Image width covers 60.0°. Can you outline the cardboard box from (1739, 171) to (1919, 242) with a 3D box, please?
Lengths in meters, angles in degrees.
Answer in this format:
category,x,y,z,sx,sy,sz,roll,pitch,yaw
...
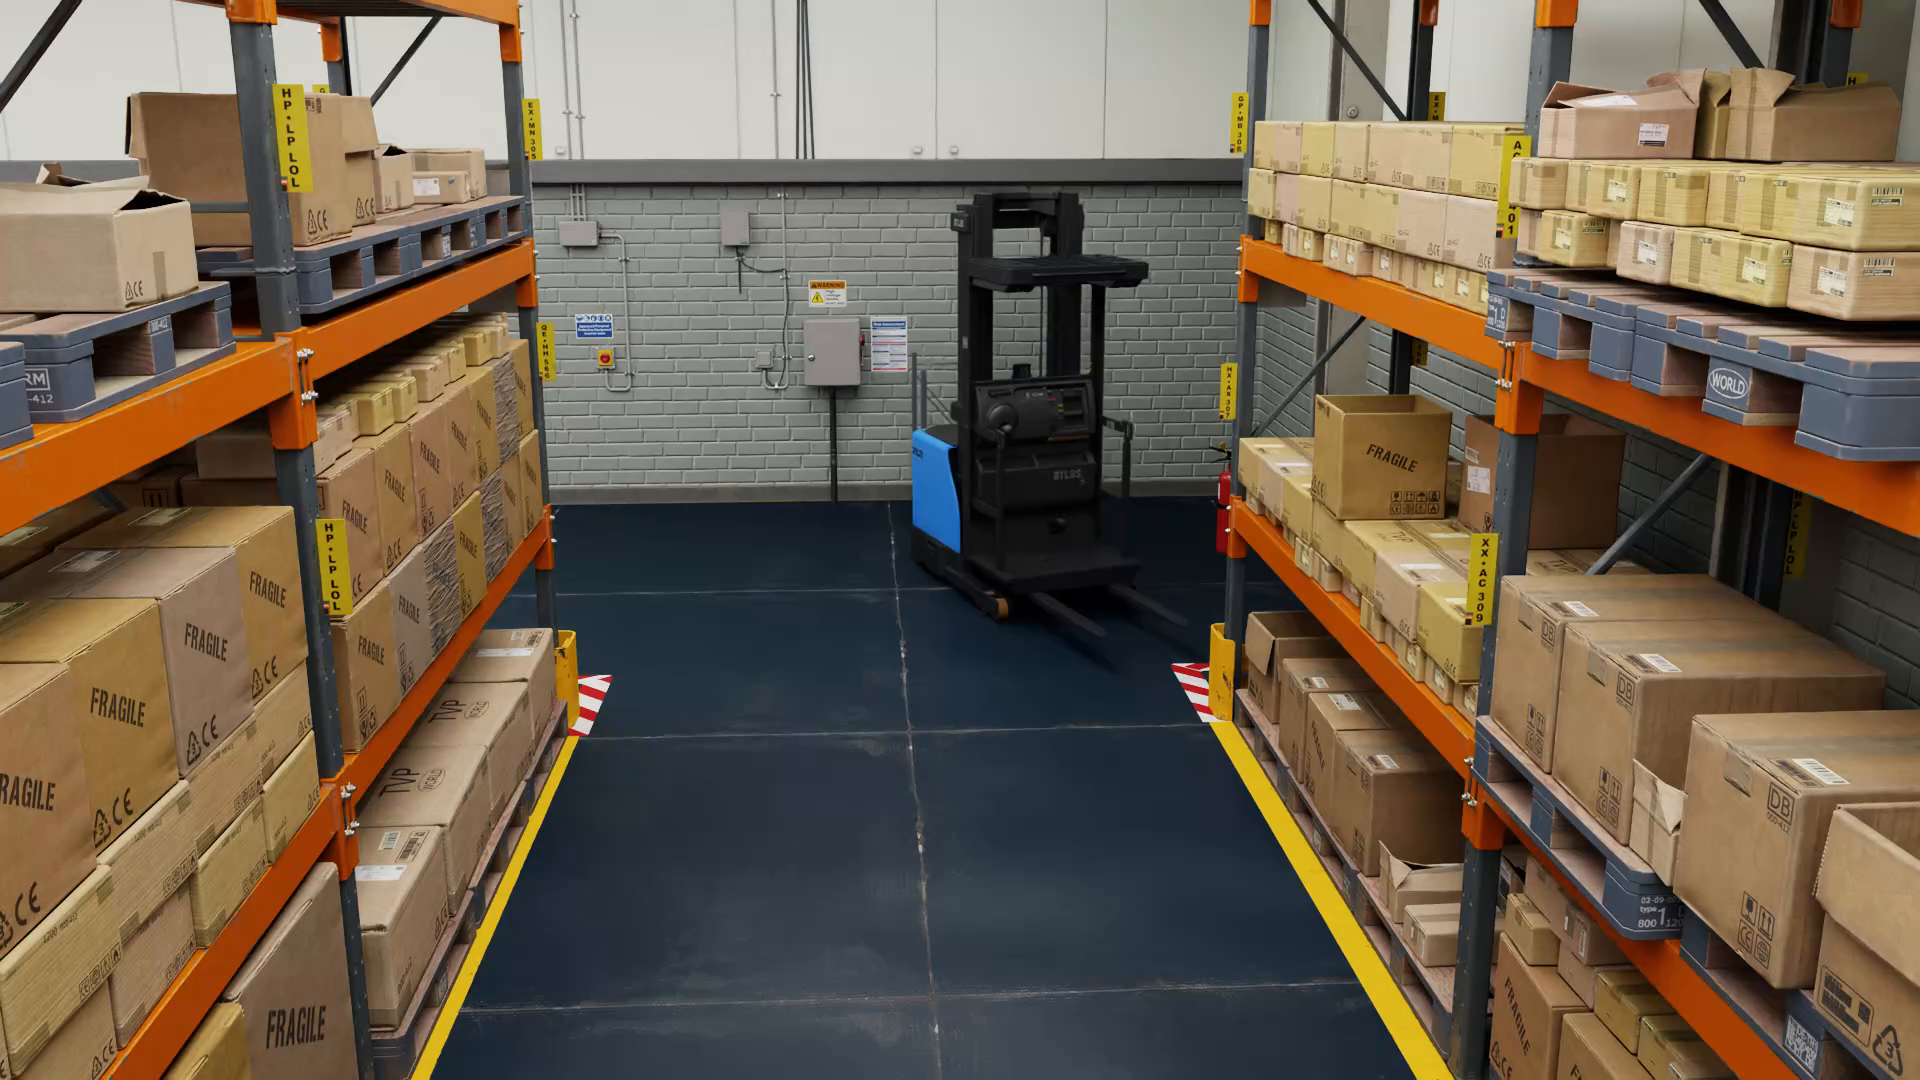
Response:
category,x,y,z,sx,sy,sz,roll,pitch,yaw
cardboard box,2.073,-0.781,3.885,0.380,0.149,0.250,-1,14,-3

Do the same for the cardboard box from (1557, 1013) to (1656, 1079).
category,x,y,z,sx,sy,sz,roll,pitch,yaw
cardboard box,2.192,1.809,5.150,0.500,0.500,0.500,-1,14,-4

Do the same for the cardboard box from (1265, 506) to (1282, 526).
category,x,y,z,sx,sy,sz,roll,pitch,yaw
cardboard box,1.904,-0.179,9.206,0.380,0.149,0.250,-1,14,-2

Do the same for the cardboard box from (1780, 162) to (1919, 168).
category,x,y,z,sx,sy,sz,roll,pitch,yaw
cardboard box,2.541,-0.983,4.670,0.380,0.149,0.250,-1,14,-5

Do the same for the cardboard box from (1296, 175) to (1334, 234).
category,x,y,z,sx,sy,sz,roll,pitch,yaw
cardboard box,1.922,-1.605,7.929,0.500,0.250,0.500,-1,14,-5

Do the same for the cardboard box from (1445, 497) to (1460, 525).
category,x,y,z,sx,sy,sz,roll,pitch,yaw
cardboard box,2.478,-0.029,7.822,0.500,0.250,0.500,-1,14,-4

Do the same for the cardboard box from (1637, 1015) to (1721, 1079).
category,x,y,z,sx,sy,sz,roll,pitch,yaw
cardboard box,2.253,1.531,4.927,0.380,0.149,0.250,-1,14,-4

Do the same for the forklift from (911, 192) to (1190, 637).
category,x,y,z,sx,sy,sz,roll,pitch,yaw
forklift,0.635,-0.965,11.895,1.130,2.935,3.031,-6,16,-22

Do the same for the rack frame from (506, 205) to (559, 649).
category,x,y,z,sx,sy,sz,roll,pitch,yaw
rack frame,-2.858,-0.372,9.451,1.000,3.000,0.127,-1,14,-3

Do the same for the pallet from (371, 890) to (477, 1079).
category,x,y,z,sx,sy,sz,roll,pitch,yaw
pallet,-2.579,1.783,6.671,1.003,0.211,1.213,-1,14,-3

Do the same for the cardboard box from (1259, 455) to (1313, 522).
category,x,y,z,sx,sy,sz,roll,pitch,yaw
cardboard box,1.887,-0.278,8.792,0.500,0.250,0.500,-1,14,-3

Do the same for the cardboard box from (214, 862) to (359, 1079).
category,x,y,z,sx,sy,sz,roll,pitch,yaw
cardboard box,-2.492,1.602,5.202,0.875,0.875,0.875,0,14,-2

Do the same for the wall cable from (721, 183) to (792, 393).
category,x,y,z,sx,sy,sz,roll,pitch,yaw
wall cable,-1.816,-2.290,14.869,0.588,1.984,0.122,-1,14,-3

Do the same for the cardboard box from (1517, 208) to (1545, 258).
category,x,y,z,sx,sy,sz,roll,pitch,yaw
cardboard box,1.965,-0.957,5.166,0.380,0.149,0.250,-1,14,-3

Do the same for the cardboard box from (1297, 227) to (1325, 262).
category,x,y,z,sx,sy,sz,roll,pitch,yaw
cardboard box,1.861,-1.440,8.087,0.380,0.149,0.250,-1,14,-4

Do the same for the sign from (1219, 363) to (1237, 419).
category,x,y,z,sx,sy,sz,roll,pitch,yaw
sign,1.554,-0.860,9.611,0.100,0.325,0.005,-1,14,-3

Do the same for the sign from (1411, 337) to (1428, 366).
category,x,y,z,sx,sy,sz,roll,pitch,yaw
sign,2.651,-1.166,9.582,0.100,0.325,0.005,-1,14,-3

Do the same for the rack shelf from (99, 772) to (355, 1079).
category,x,y,z,sx,sy,sz,roll,pitch,yaw
rack shelf,-2.486,1.469,3.741,1.077,0.370,4.000,-1,14,-3

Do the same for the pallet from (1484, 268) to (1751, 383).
category,x,y,z,sx,sy,sz,roll,pitch,yaw
pallet,2.314,-0.653,4.901,1.213,0.211,1.003,-1,14,-3

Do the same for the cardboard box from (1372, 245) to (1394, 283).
category,x,y,z,sx,sy,sz,roll,pitch,yaw
cardboard box,1.987,-1.189,7.111,0.380,0.149,0.250,-1,14,-3

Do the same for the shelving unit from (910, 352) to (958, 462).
category,x,y,z,sx,sy,sz,roll,pitch,yaw
shelving unit,-0.115,-0.763,13.983,0.538,1.500,1.048,-1,15,-6

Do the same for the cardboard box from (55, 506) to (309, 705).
category,x,y,z,sx,sy,sz,roll,pitch,yaw
cardboard box,-2.332,0.198,5.030,0.500,0.500,0.500,0,14,-2

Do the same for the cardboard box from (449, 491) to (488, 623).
category,x,y,z,sx,sy,sz,roll,pitch,yaw
cardboard box,-2.461,0.077,7.507,0.500,0.500,0.500,0,14,-2

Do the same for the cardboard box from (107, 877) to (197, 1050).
category,x,y,z,sx,sy,sz,roll,pitch,yaw
cardboard box,-2.288,1.056,4.203,0.500,0.250,0.500,-1,14,-5

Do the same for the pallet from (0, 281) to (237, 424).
category,x,y,z,sx,sy,sz,roll,pitch,yaw
pallet,-2.504,-0.509,4.351,0.805,0.209,1.217,-1,15,-6

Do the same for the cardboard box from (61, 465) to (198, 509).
category,x,y,z,sx,sy,sz,roll,pitch,yaw
cardboard box,-2.915,-0.022,5.887,0.500,0.500,0.500,-1,14,-4

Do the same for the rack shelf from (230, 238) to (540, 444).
category,x,y,z,sx,sy,sz,roll,pitch,yaw
rack shelf,-2.734,-0.978,7.233,1.077,0.370,4.000,-1,14,-3

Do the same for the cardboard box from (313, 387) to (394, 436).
category,x,y,z,sx,sy,sz,roll,pitch,yaw
cardboard box,-2.415,-0.495,6.422,0.380,0.149,0.250,-1,14,-4

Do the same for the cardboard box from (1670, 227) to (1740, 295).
category,x,y,z,sx,sy,sz,roll,pitch,yaw
cardboard box,2.031,-0.703,4.178,0.380,0.149,0.250,-1,14,-4

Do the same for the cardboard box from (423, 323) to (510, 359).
category,x,y,z,sx,sy,sz,roll,pitch,yaw
cardboard box,-2.496,-1.006,8.409,0.380,0.149,0.250,-1,14,-4

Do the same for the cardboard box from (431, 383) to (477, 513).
category,x,y,z,sx,sy,sz,roll,pitch,yaw
cardboard box,-2.472,-0.410,7.394,0.500,0.500,0.500,-1,14,-4

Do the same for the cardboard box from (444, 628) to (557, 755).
category,x,y,z,sx,sy,sz,roll,pitch,yaw
cardboard box,-2.717,0.829,9.085,0.875,0.438,0.875,-1,14,-5

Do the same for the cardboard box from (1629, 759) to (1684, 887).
category,x,y,z,sx,sy,sz,roll,pitch,yaw
cardboard box,2.047,0.759,4.484,0.396,0.266,0.258,0,14,-1

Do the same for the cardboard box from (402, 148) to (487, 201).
category,x,y,z,sx,sy,sz,roll,pitch,yaw
cardboard box,-2.740,-1.893,8.601,0.500,0.250,0.500,-2,15,-9

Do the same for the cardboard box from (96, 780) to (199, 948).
category,x,y,z,sx,sy,sz,roll,pitch,yaw
cardboard box,-2.264,0.813,4.146,0.500,0.250,0.500,-1,14,-2

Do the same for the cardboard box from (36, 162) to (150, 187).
category,x,y,z,sx,sy,sz,roll,pitch,yaw
cardboard box,-2.969,-1.170,5.760,0.396,0.266,0.258,0,14,-2

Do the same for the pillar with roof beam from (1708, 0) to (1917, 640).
category,x,y,z,sx,sy,sz,roll,pitch,yaw
pillar with roof beam,-1.096,-2.480,5.607,9.100,9.000,0.400,-1,14,-3

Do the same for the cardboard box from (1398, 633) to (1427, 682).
category,x,y,z,sx,sy,sz,roll,pitch,yaw
cardboard box,1.994,0.463,6.710,0.380,0.149,0.250,-1,14,-2

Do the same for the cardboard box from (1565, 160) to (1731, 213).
category,x,y,z,sx,sy,sz,roll,pitch,yaw
cardboard box,2.012,-1.035,4.873,0.380,0.149,0.250,-1,14,-3

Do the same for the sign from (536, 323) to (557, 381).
category,x,y,z,sx,sy,sz,roll,pitch,yaw
sign,-2.315,-1.052,9.296,0.100,0.325,0.005,-1,14,-3

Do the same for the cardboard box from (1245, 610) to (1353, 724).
category,x,y,z,sx,sy,sz,roll,pitch,yaw
cardboard box,2.039,0.710,9.414,0.797,0.503,0.637,-1,15,-6

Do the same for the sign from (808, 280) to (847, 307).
category,x,y,z,sx,sy,sz,roll,pitch,yaw
sign,-1.193,-2.220,14.978,0.339,0.242,0.001,-1,14,-3

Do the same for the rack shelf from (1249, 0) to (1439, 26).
category,x,y,z,sx,sy,sz,roll,pitch,yaw
rack shelf,2.220,-2.507,7.161,1.077,0.370,4.000,-1,14,-3

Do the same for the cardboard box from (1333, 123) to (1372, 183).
category,x,y,z,sx,sy,sz,roll,pitch,yaw
cardboard box,1.972,-1.723,7.384,0.500,0.250,0.500,0,14,-2

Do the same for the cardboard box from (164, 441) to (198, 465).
category,x,y,z,sx,sy,sz,roll,pitch,yaw
cardboard box,-2.855,-0.362,5.906,0.380,0.149,0.250,-1,14,-2

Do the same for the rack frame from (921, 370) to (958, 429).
category,x,y,z,sx,sy,sz,roll,pitch,yaw
rack frame,-0.063,-0.637,13.493,0.500,1.500,0.032,-1,15,-6

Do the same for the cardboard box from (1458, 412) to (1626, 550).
category,x,y,z,sx,sy,sz,roll,pitch,yaw
cardboard box,2.517,-0.263,7.229,0.500,0.500,0.500,-1,14,-5

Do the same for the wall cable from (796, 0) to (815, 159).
category,x,y,z,sx,sy,sz,roll,pitch,yaw
wall cable,0.042,-4.750,14.353,2.988,3.039,0.133,-1,14,-3

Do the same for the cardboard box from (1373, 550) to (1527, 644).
category,x,y,z,sx,sy,sz,roll,pitch,yaw
cardboard box,2.023,0.227,6.828,0.500,0.250,0.500,-1,14,-3

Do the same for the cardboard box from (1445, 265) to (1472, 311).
category,x,y,z,sx,sy,sz,roll,pitch,yaw
cardboard box,2.015,-0.931,6.110,0.380,0.149,0.250,-1,14,-4

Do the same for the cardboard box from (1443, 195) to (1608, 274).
category,x,y,z,sx,sy,sz,roll,pitch,yaw
cardboard box,2.064,-1.095,5.945,0.500,0.250,0.500,-1,14,-3

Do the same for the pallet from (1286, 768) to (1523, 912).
category,x,y,z,sx,sy,sz,roll,pitch,yaw
pallet,2.224,1.421,8.079,1.003,0.211,1.213,-1,14,-3

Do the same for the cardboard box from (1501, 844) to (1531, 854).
category,x,y,z,sx,sy,sz,roll,pitch,yaw
cardboard box,2.512,1.447,7.260,0.380,0.149,0.250,-1,14,-4

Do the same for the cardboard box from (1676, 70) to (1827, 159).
category,x,y,z,sx,sy,sz,roll,pitch,yaw
cardboard box,2.431,-1.307,5.098,0.396,0.266,0.258,-1,14,-4

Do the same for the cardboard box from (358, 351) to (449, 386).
category,x,y,z,sx,sy,sz,roll,pitch,yaw
cardboard box,-2.504,-0.750,7.413,0.380,0.149,0.250,0,14,-2

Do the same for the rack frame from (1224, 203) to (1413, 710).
category,x,y,z,sx,sy,sz,roll,pitch,yaw
rack frame,2.096,-0.449,9.752,1.000,3.000,0.127,-1,14,-3

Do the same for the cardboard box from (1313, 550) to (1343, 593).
category,x,y,z,sx,sy,sz,roll,pitch,yaw
cardboard box,1.909,0.145,7.948,0.380,0.149,0.250,-1,14,-2
